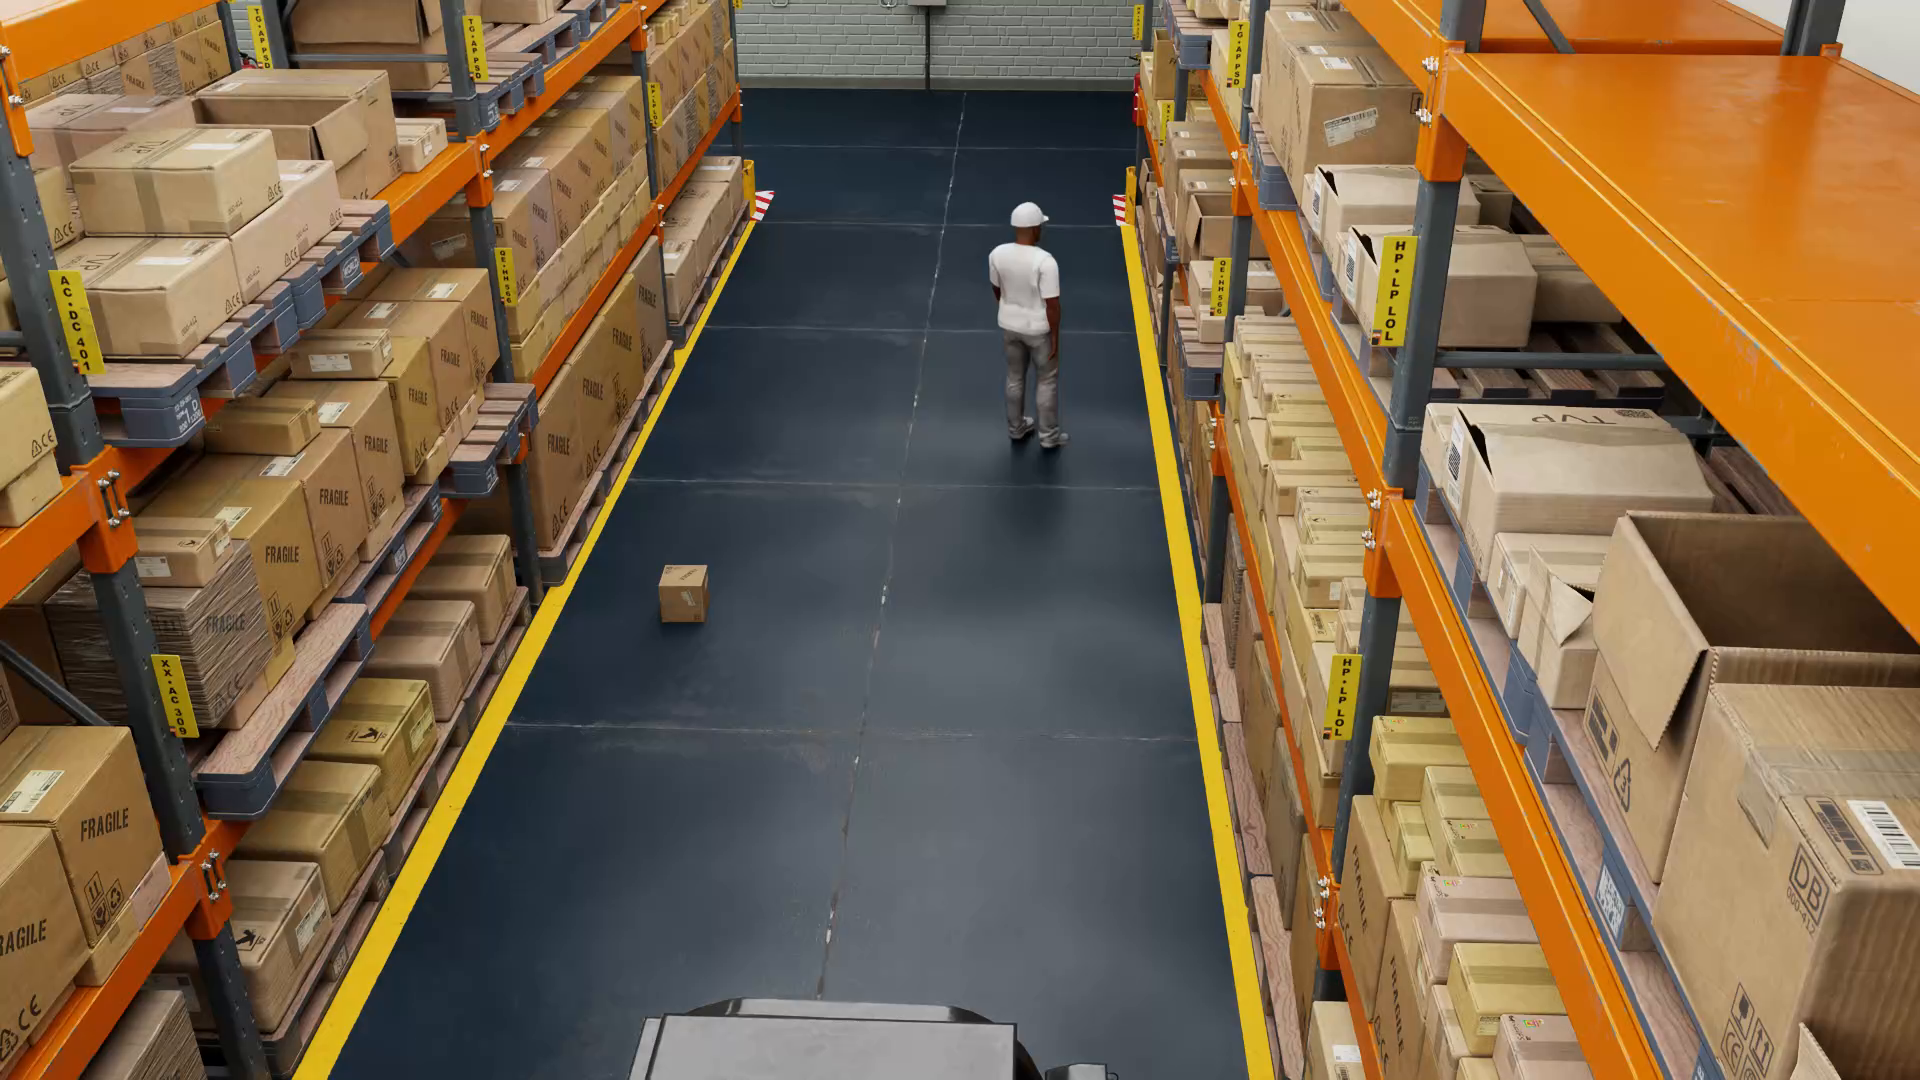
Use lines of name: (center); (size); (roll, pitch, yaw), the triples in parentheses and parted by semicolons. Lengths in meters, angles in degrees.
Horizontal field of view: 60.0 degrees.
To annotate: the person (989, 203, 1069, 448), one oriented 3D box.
person: (0.502, -1.500, 11.659); (0.588, 1.794, 0.489); (16, 32, 28)
